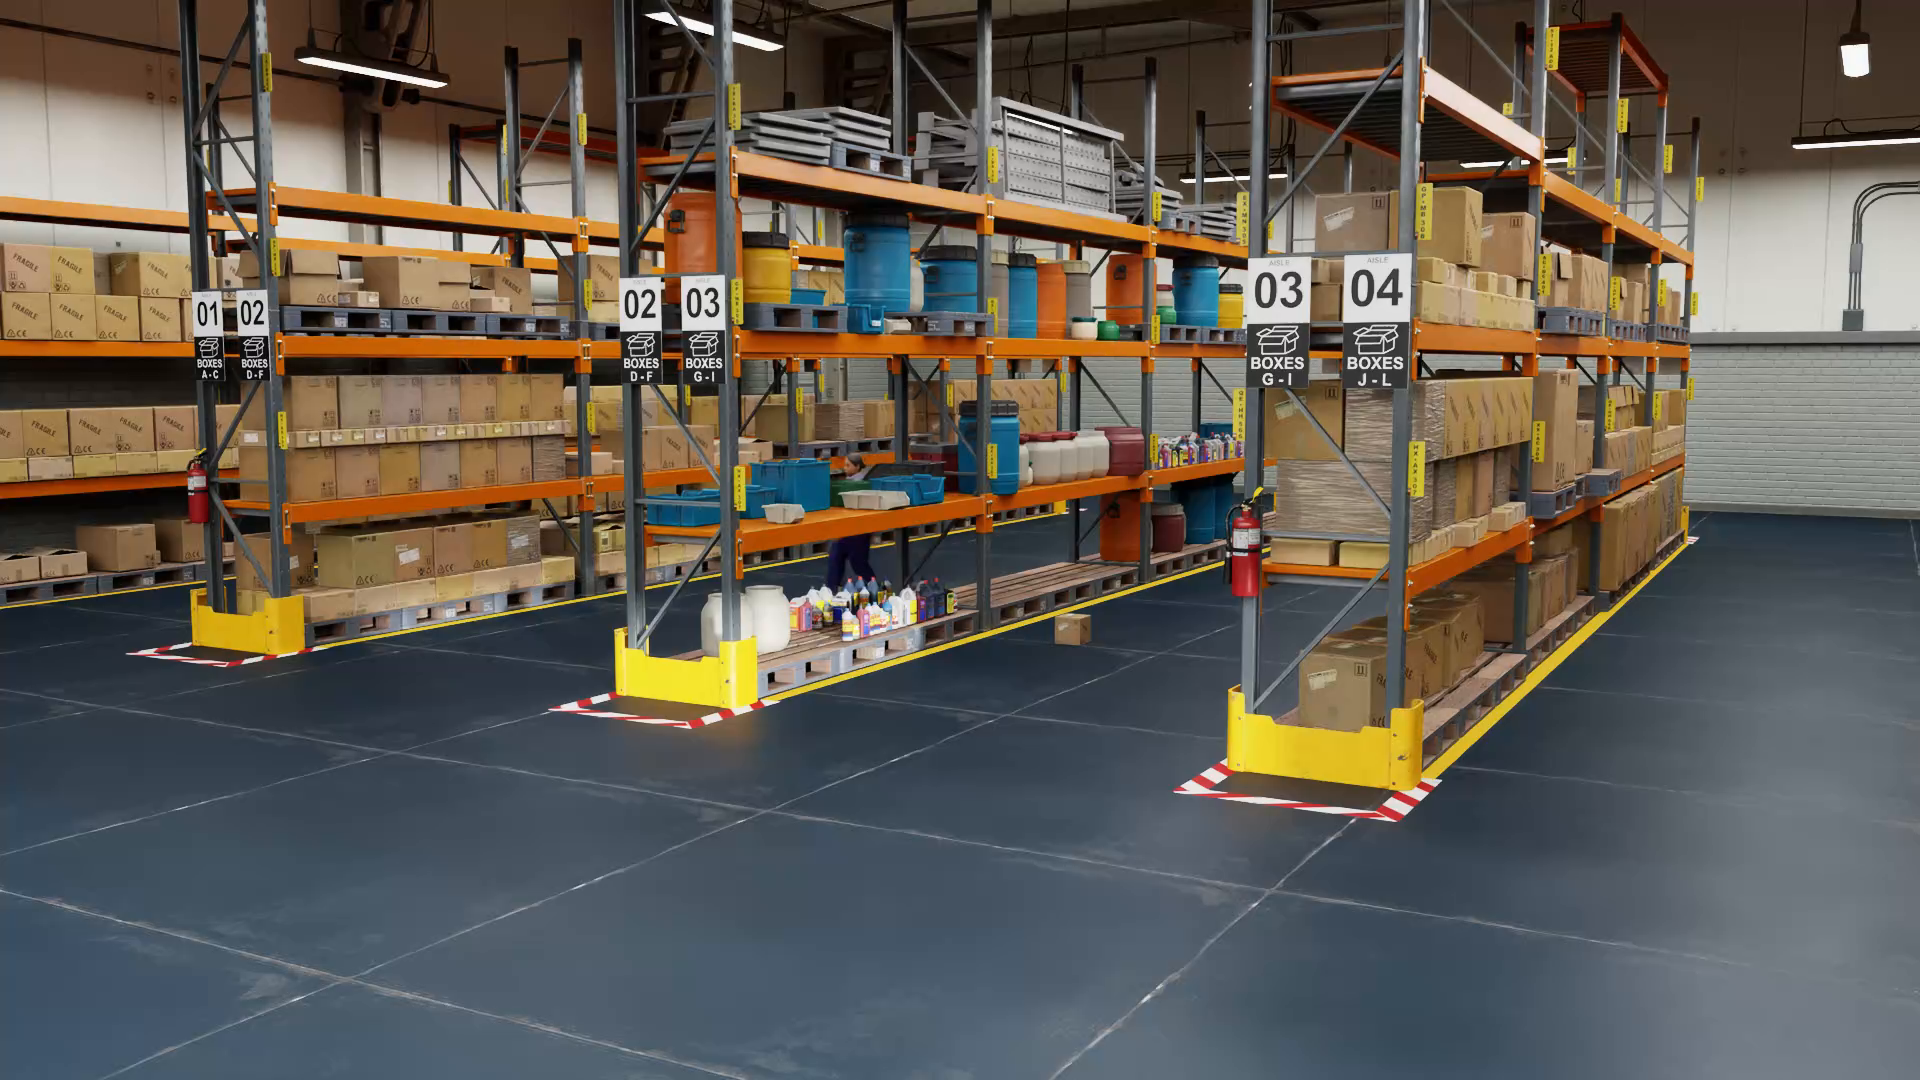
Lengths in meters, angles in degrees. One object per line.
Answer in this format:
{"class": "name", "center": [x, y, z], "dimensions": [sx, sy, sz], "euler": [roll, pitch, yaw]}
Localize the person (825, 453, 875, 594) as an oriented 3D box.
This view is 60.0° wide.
{"class": "person", "center": [-1.188, -0.087, 17.308], "dimensions": [0.736, 1.651, 0.557], "euler": [-1, 6, -14]}
